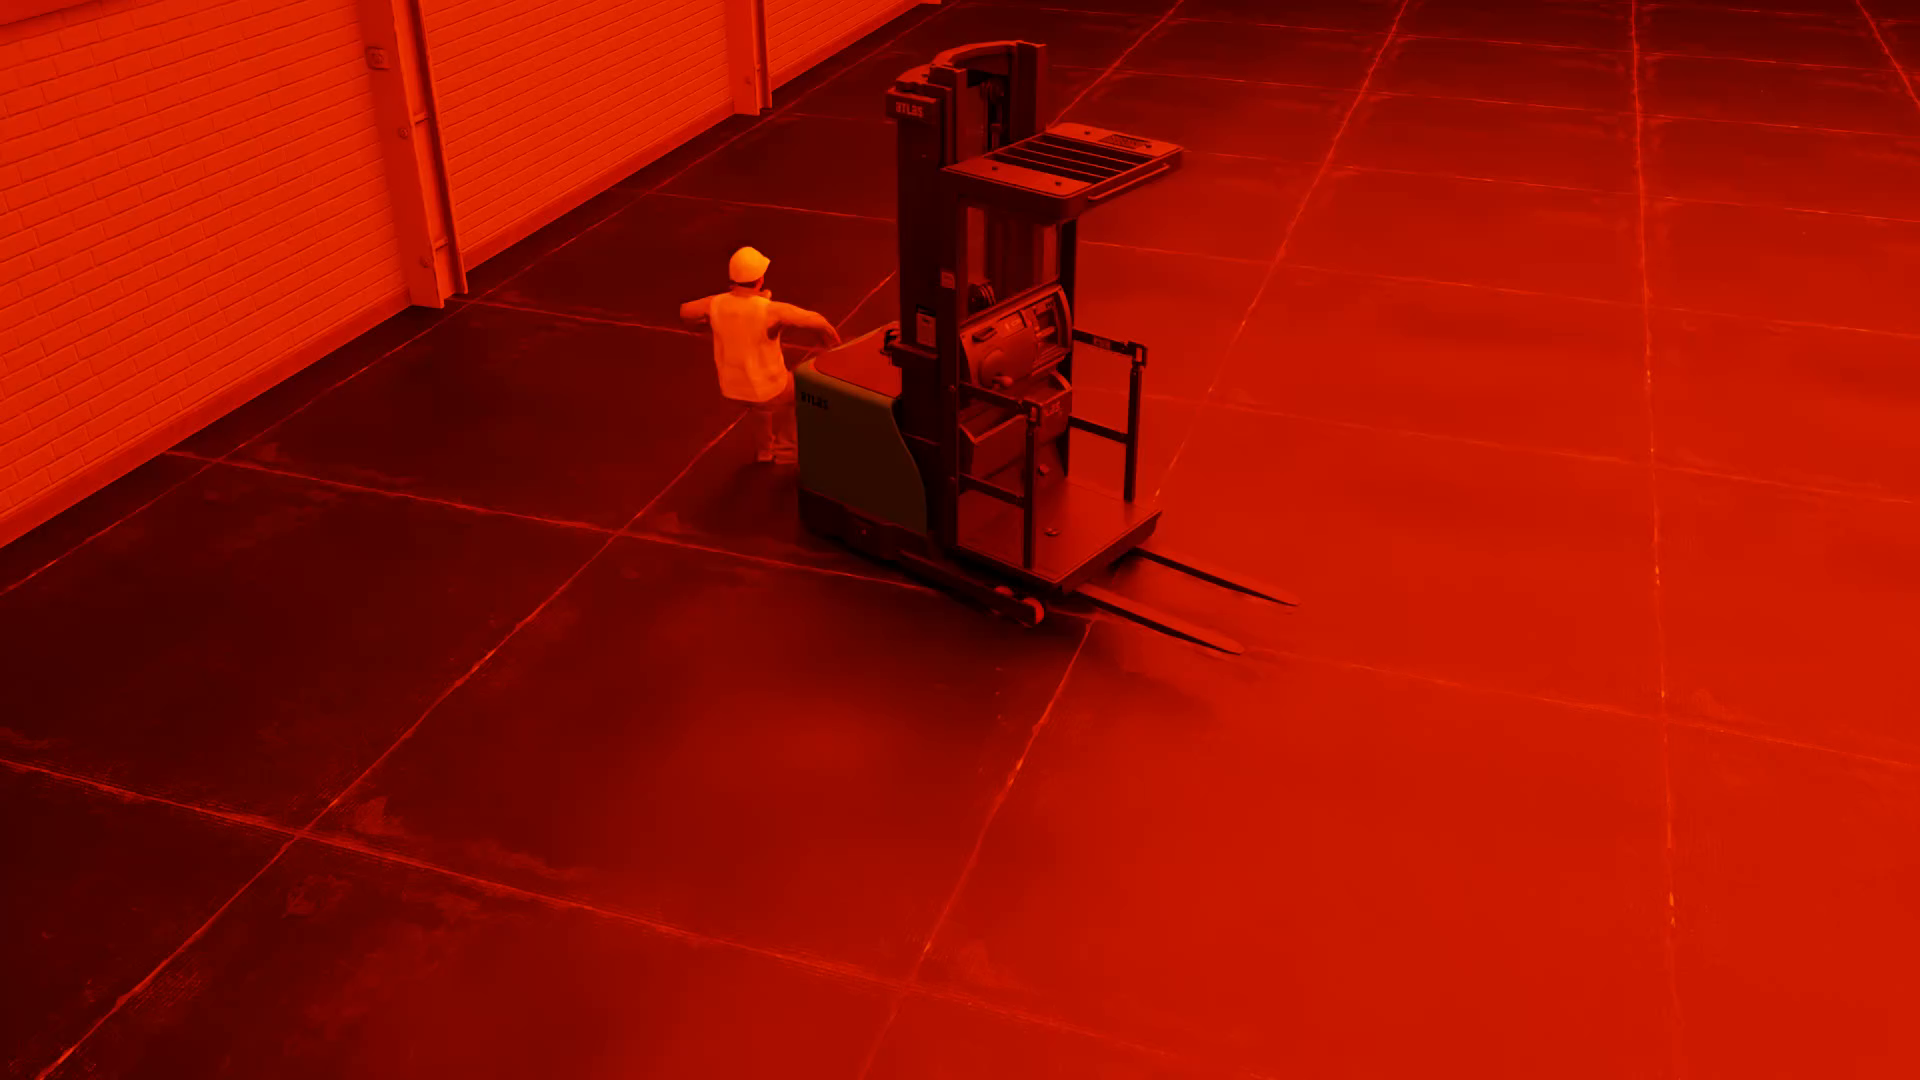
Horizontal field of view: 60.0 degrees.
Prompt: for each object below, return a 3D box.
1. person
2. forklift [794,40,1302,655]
[{"bbox_3d":[-1.224,-1.105,10.456,1.007,1.641,0.765,13,32,21],"label":"person"},{"bbox_3d":[0.477,-1.085,9.040,3.031,2.935,1.130,22,36,33],"label":"forklift"}]
